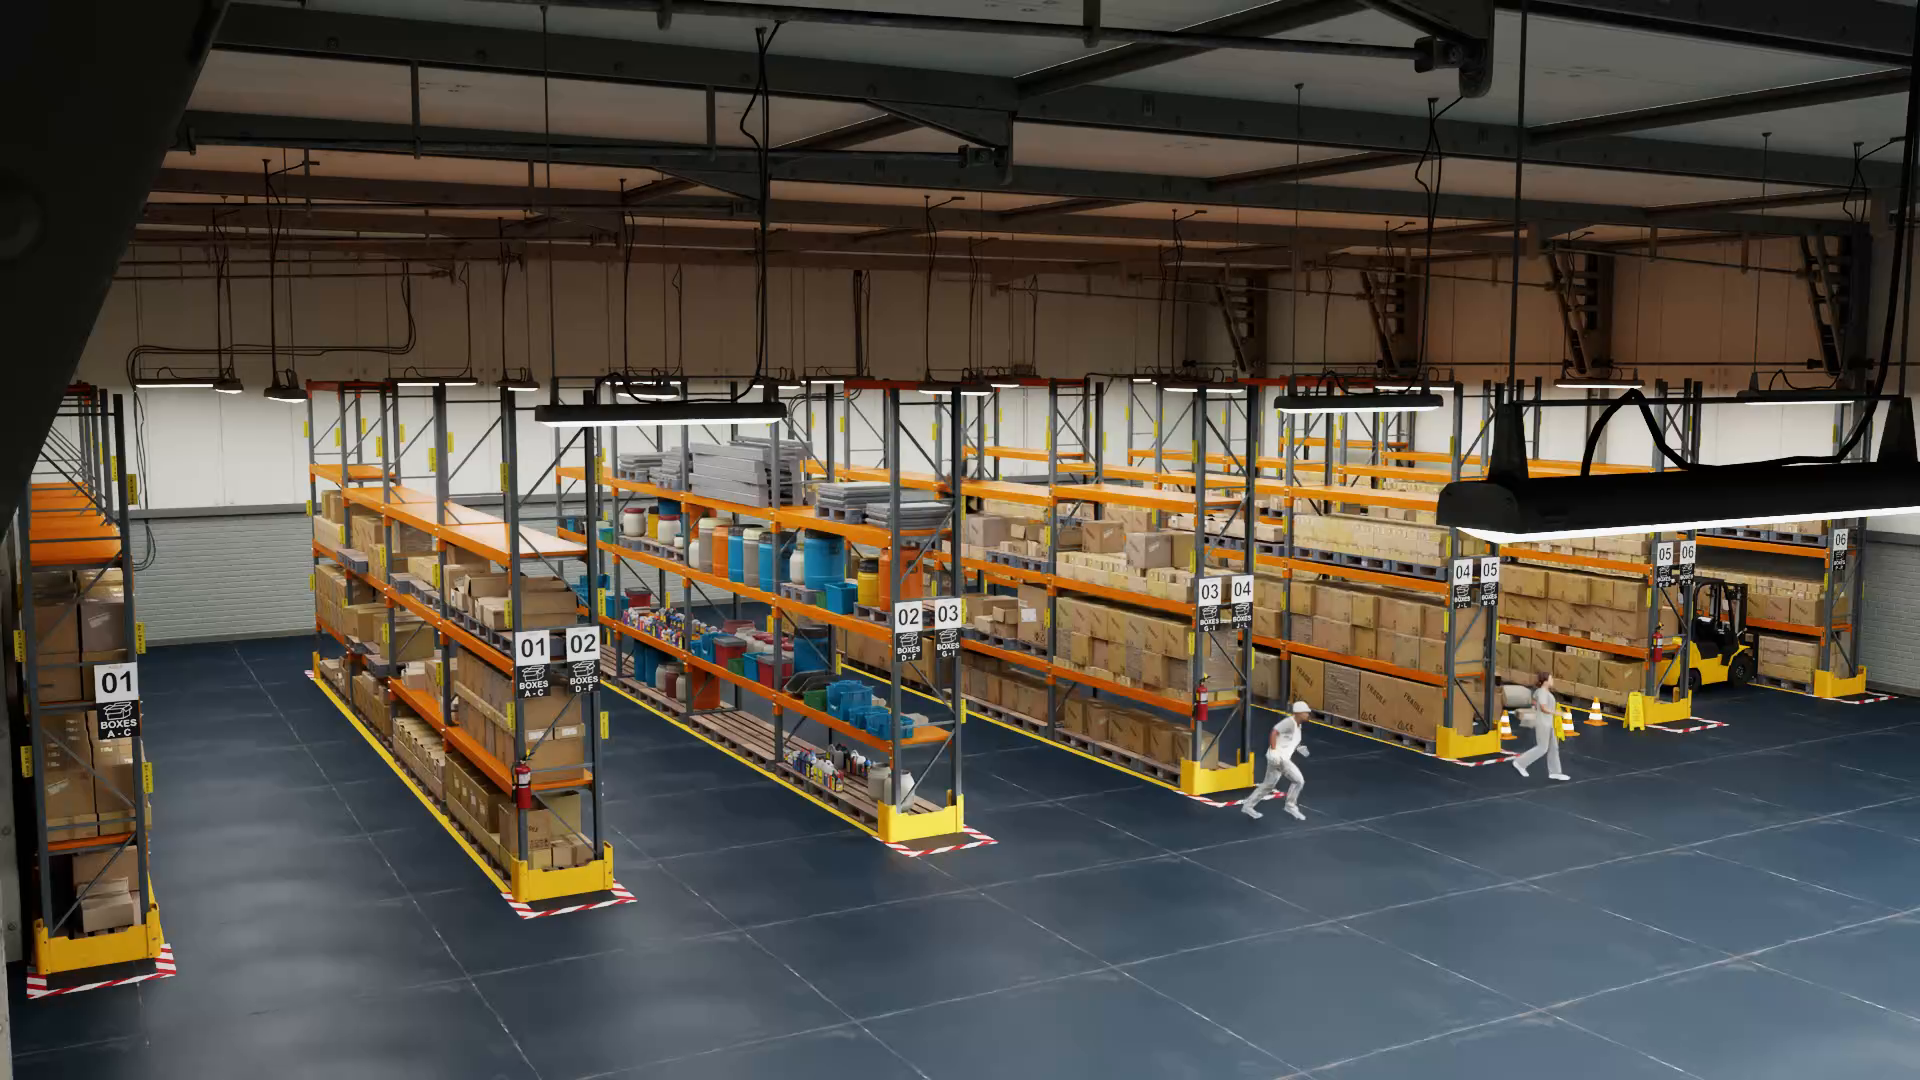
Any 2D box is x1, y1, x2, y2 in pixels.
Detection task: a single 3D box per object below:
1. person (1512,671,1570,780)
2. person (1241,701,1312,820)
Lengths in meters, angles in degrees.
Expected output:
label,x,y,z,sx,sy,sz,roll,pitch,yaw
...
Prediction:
label,x,y,z,sx,sy,sz,roll,pitch,yaw
person,8.849,2.809,25.244,0.839,1.660,0.567,2,6,19
person,4.409,3.052,23.146,0.934,1.651,0.717,2,6,15
